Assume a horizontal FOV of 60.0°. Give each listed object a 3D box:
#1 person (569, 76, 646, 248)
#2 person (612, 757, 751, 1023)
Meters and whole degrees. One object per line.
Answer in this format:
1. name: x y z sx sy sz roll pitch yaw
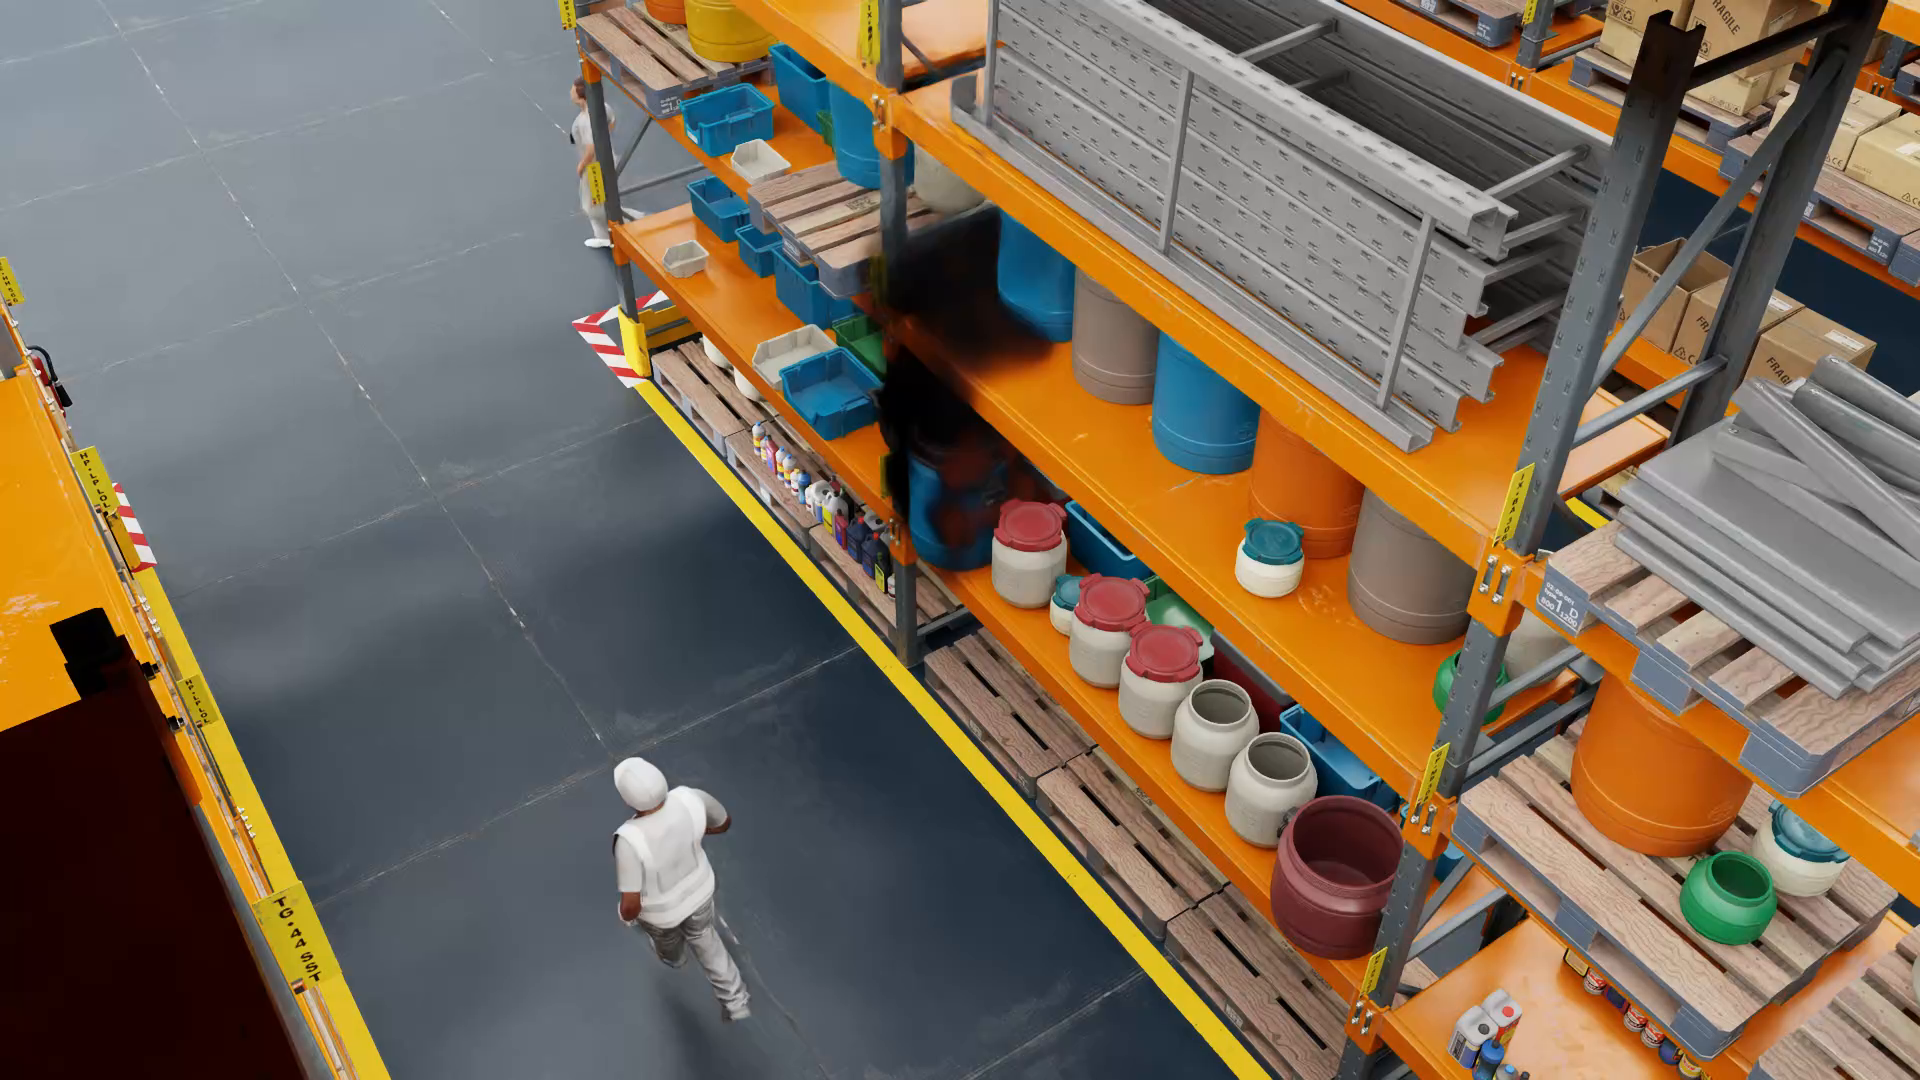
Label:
1. person: -2.973 -3.125 13.991 0.661 1.637 0.600 6 43 7
2. person: -1.407 1.722 8.168 0.707 1.779 0.888 -33 52 -31
